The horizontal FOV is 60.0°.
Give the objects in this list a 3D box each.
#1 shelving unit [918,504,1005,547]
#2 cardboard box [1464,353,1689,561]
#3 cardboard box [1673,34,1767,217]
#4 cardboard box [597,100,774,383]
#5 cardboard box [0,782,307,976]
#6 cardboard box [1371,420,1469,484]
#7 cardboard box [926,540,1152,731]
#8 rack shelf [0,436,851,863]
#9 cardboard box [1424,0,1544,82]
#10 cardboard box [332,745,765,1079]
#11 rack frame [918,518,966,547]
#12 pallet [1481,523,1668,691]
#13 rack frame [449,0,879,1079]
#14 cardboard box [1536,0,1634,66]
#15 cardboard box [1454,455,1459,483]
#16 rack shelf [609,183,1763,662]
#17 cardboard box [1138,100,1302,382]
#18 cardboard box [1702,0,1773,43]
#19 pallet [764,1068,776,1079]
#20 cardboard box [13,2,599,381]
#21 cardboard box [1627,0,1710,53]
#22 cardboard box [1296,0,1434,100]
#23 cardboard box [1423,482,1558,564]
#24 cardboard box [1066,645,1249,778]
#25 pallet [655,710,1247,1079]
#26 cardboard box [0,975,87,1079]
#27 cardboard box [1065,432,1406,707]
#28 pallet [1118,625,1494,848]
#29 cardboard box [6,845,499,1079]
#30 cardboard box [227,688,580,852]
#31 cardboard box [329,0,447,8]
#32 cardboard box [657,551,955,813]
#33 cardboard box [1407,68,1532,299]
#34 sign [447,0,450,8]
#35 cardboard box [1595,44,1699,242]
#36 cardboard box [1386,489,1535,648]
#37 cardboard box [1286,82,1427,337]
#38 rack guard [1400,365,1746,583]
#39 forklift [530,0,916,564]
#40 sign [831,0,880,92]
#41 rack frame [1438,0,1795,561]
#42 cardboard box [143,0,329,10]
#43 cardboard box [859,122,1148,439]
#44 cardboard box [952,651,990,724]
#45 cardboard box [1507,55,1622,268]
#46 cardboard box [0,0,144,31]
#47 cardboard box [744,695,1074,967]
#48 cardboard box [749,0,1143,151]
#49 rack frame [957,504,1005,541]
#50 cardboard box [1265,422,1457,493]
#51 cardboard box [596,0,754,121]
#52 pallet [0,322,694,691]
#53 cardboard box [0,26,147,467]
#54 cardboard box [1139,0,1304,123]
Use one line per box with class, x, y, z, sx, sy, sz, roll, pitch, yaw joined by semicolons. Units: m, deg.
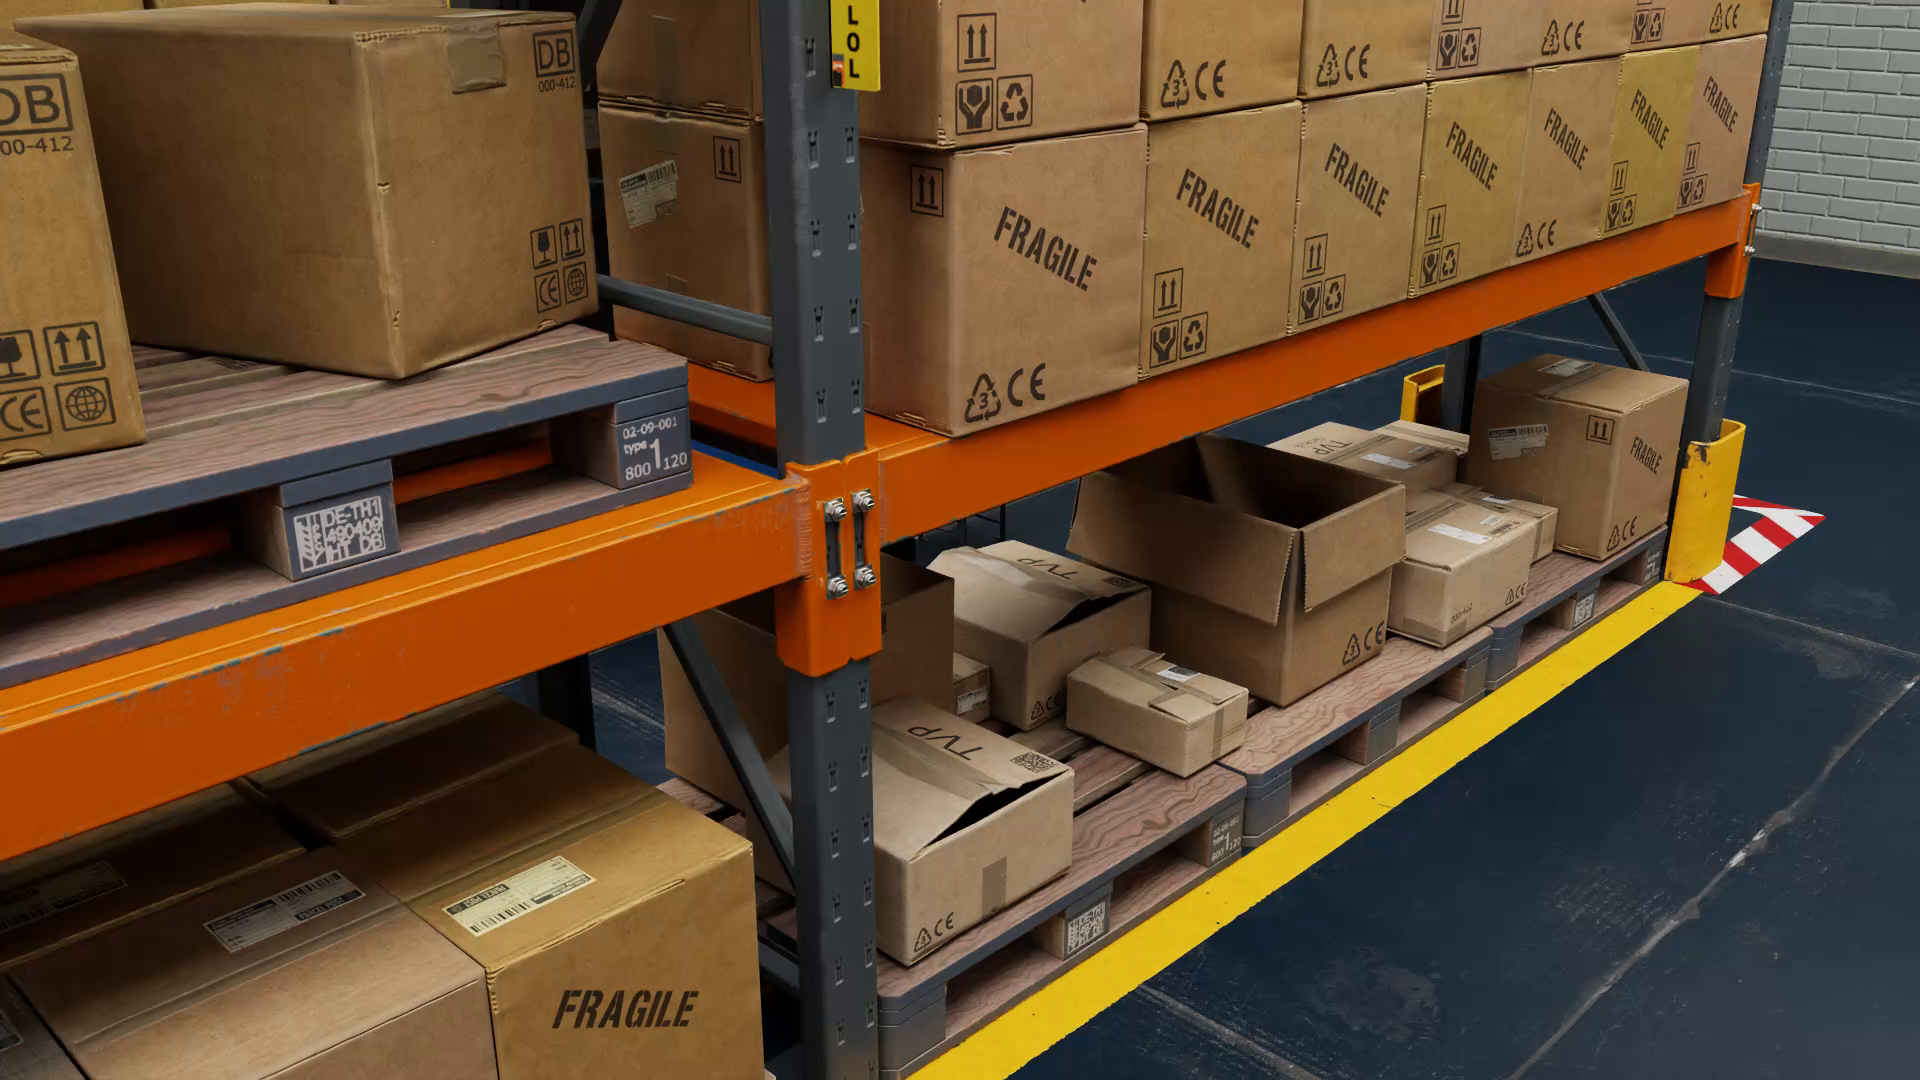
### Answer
shelving unit;0.006;-0.422;5.919;0.258;0.900;0.210;19;28;41
cardboard box;2.032;-0.289;5.517;0.500;0.500;0.500;19;28;41
cardboard box;2.118;-1.315;5.177;0.500;0.500;0.500;-19;28;-40
cardboard box;-0.390;-0.663;3.480;0.500;0.500;0.500;-20;28;-41
cardboard box;-1.431;0.741;2.837;0.500;0.500;0.500;-20;28;-41
cardboard box;1.697;-0.305;6.048;0.380;0.149;0.250;19;28;41
cardboard box;0.162;0.216;4.467;0.500;0.311;0.500;19;28;41
rack shelf;-1.950;0.426;1.788;1.077;0.370;4.000;19;28;41
cardboard box;1.053;-1.386;3.966;0.500;0.500;0.500;-19;28;-40
cardboard box;-0.694;0.736;2.849;0.500;0.500;0.500;19;28;40
rack frame;-0.065;-0.396;5.851;0.240;0.900;0.006;19;28;41
pallet;1.627;0.074;5.587;1.003;0.211;1.213;19;28;41
rack frame;-0.555;-0.424;2.996;1.000;3.000;0.127;19;28;41
cardboard box;1.412;-1.518;4.309;0.500;0.500;0.500;-19;28;-41
cardboard box;1.522;-0.249;5.877;0.380;0.166;0.250;19;28;41
rack shelf;0.840;-0.602;4.463;1.077;0.370;4.000;19;28;41
cardboard box;0.350;-0.666;3.486;0.500;0.500;0.500;-20;28;-41
cardboard box;2.122;-1.782;4.997;0.500;0.500;0.500;19;28;40
pallet;-1.096;1.096;2.928;1.003;0.211;1.213;19;28;41
cardboard box;-1.046;-0.601;2.732;0.700;0.500;0.500;9;23;23
cardboard box;1.770;-1.652;4.659;0.500;0.500;0.500;-19;28;-41
cardboard box;0.694;-1.253;3.620;0.500;0.500;0.500;18;28;39
cardboard box;1.685;-0.052;5.365;0.380;0.166;0.250;19;28;41
cardboard box;0.489;0.415;4.151;0.380;0.166;0.250;19;28;41
pallet;-0.075;0.702;3.955;1.003;0.211;1.213;19;28;41
cardboard box;-1.395;0.990;2.189;0.500;0.500;0.500;20;29;41
cardboard box;0.752;0.052;4.625;0.797;0.503;0.637;19;28;41
pallet;0.776;0.386;4.775;1.003;0.211;1.213;19;28;41
cardboard box;-1.045;0.861;2.524;0.500;0.500;0.500;19;28;41
cardboard box;-1.067;0.601;3.201;0.500;0.500;0.500;18;27;38
cardboard box;-2.703;-2.314;7.496;0.980;0.700;0.700;18;27;38
cardboard box;-0.361;0.320;3.932;0.500;0.500;0.500;19;28;41
cardboard box;1.055;-0.925;4.161;0.500;0.500;0.500;19;28;40
sign;-0.949;-0.962;3.189;0.100;0.325;0.005;19;28;41
cardboard box;1.758;-1.181;4.828;0.500;0.500;0.500;20;28;41
cardboard box;1.348;0.064;4.946;0.500;0.250;0.500;19;28;41
cardboard box;0.701;-0.794;3.820;0.500;0.500;0.500;19;28;40
rack guard;2.182;-0.266;6.069;1.175;0.500;0.348;19;28;41
forklift;-1.723;-1.240;5.215;3.031;2.935;1.130;-5;22;-12
sign;-0.155;-0.826;2.430;0.100;0.325;0.005;19;28;41
rack frame;2.235;-1.452;5.672;1.000;3.000;0.127;19;28;41
cardboard box;-3.204;-2.124;7.003;0.980;0.700;0.700;18;28;39
cardboard box;-0.004;-0.533;3.142;0.500;0.500;0.500;-19;28;-41
cardboard box;-0.142;0.373;4.285;0.380;0.149;0.250;19;28;41
cardboard box;1.406;-1.054;4.497;0.500;0.500;0.500;20;28;41
cardboard box;-3.717;-1.938;6.518;0.700;0.700;0.980;-20;28;-41
cardboard box;-0.107;0.572;3.540;0.500;0.311;0.500;19;28;41
cardboard box;-0.025;-0.988;2.931;0.500;0.500;0.500;-19;28;-41
rack frame;0.077;-0.448;5.987;0.240;0.900;0.006;19;28;41
cardboard box;1.304;-0.177;5.573;0.500;0.250;0.500;19;28;41
cardboard box;-0.388;-1.132;3.306;0.500;0.500;0.500;19;28;41
pallet;-1.191;-0.156;2.567;1.003;0.211;1.213;19;28;41
cardboard box;-1.480;-0.408;2.231;0.500;0.500;0.700;-15;26;-34
cardboard box;0.335;-1.121;3.276;0.500;0.500;0.500;18;28;39
